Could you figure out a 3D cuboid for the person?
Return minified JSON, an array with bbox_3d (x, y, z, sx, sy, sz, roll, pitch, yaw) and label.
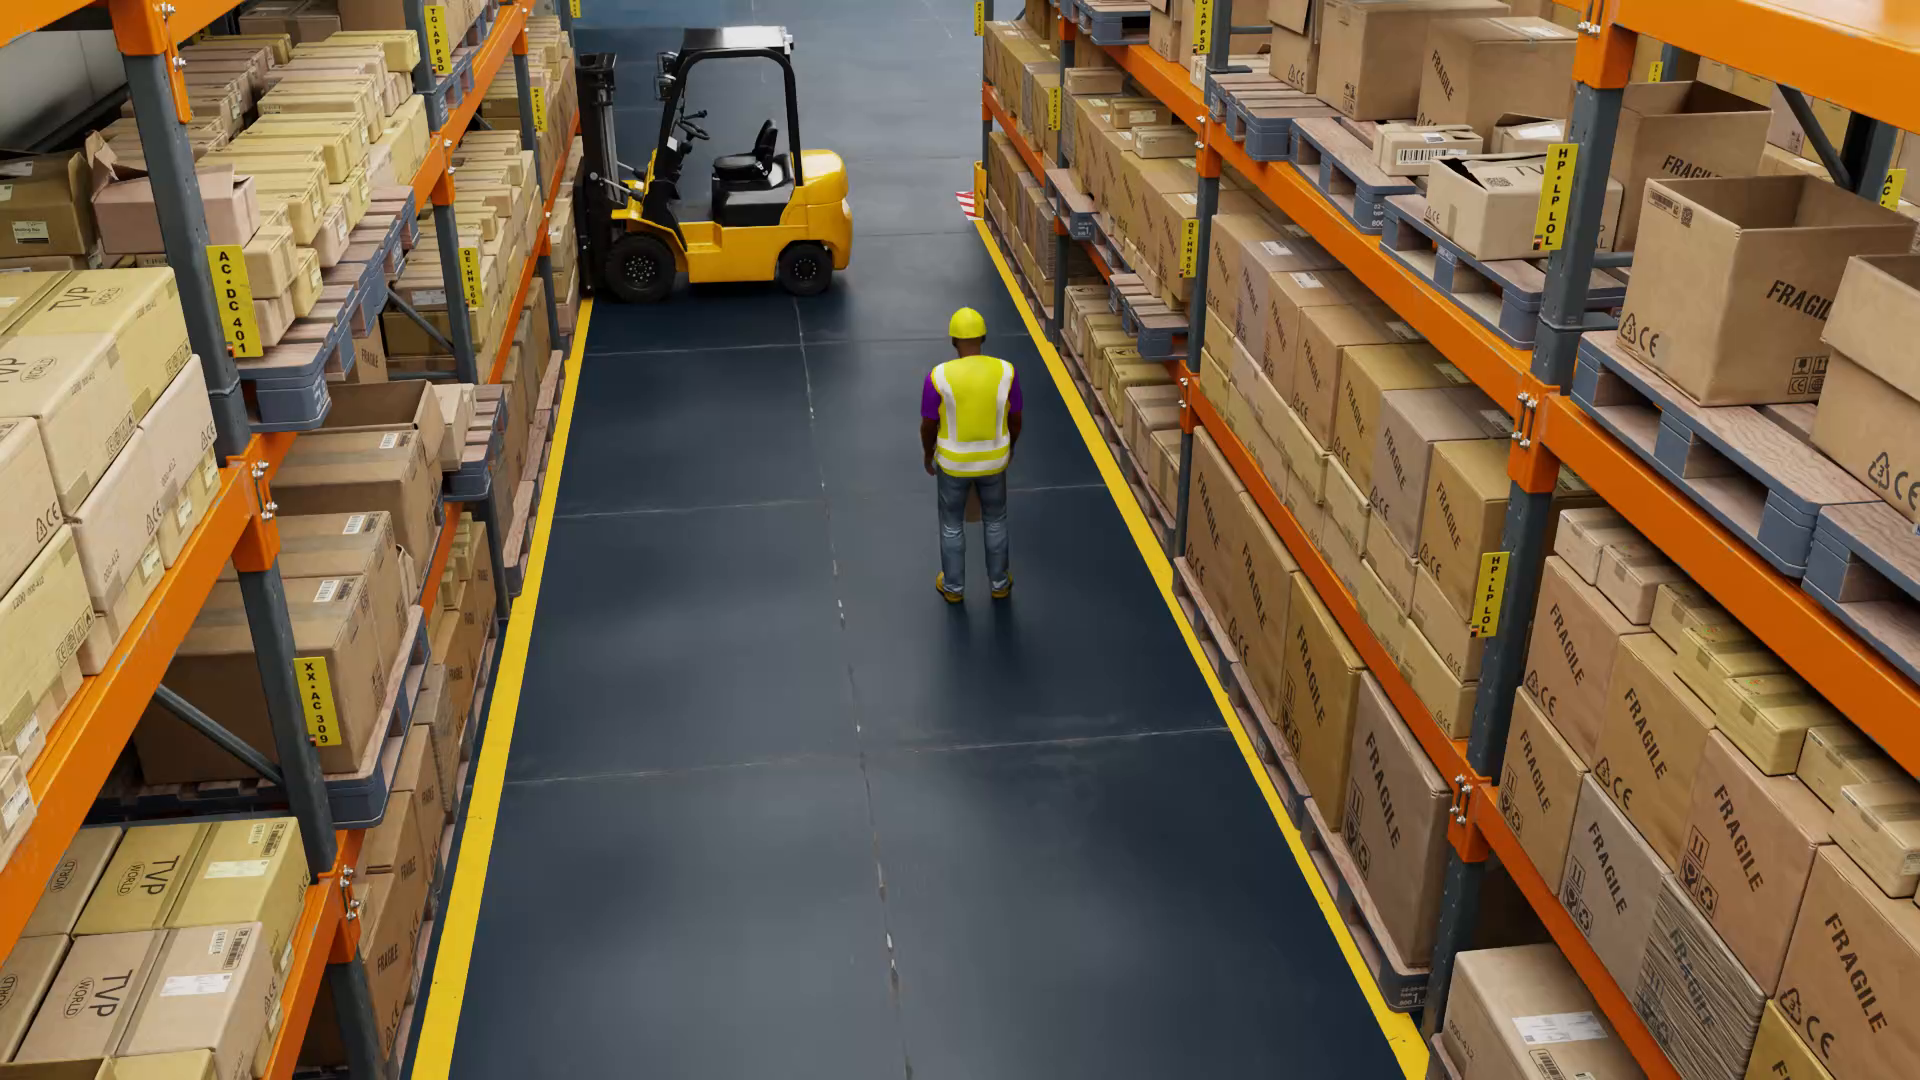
[{"bbox_3d":[0.064,-0.466,9.507,0.589,1.765,0.425,-4,27,-8],"label":"person"}]
